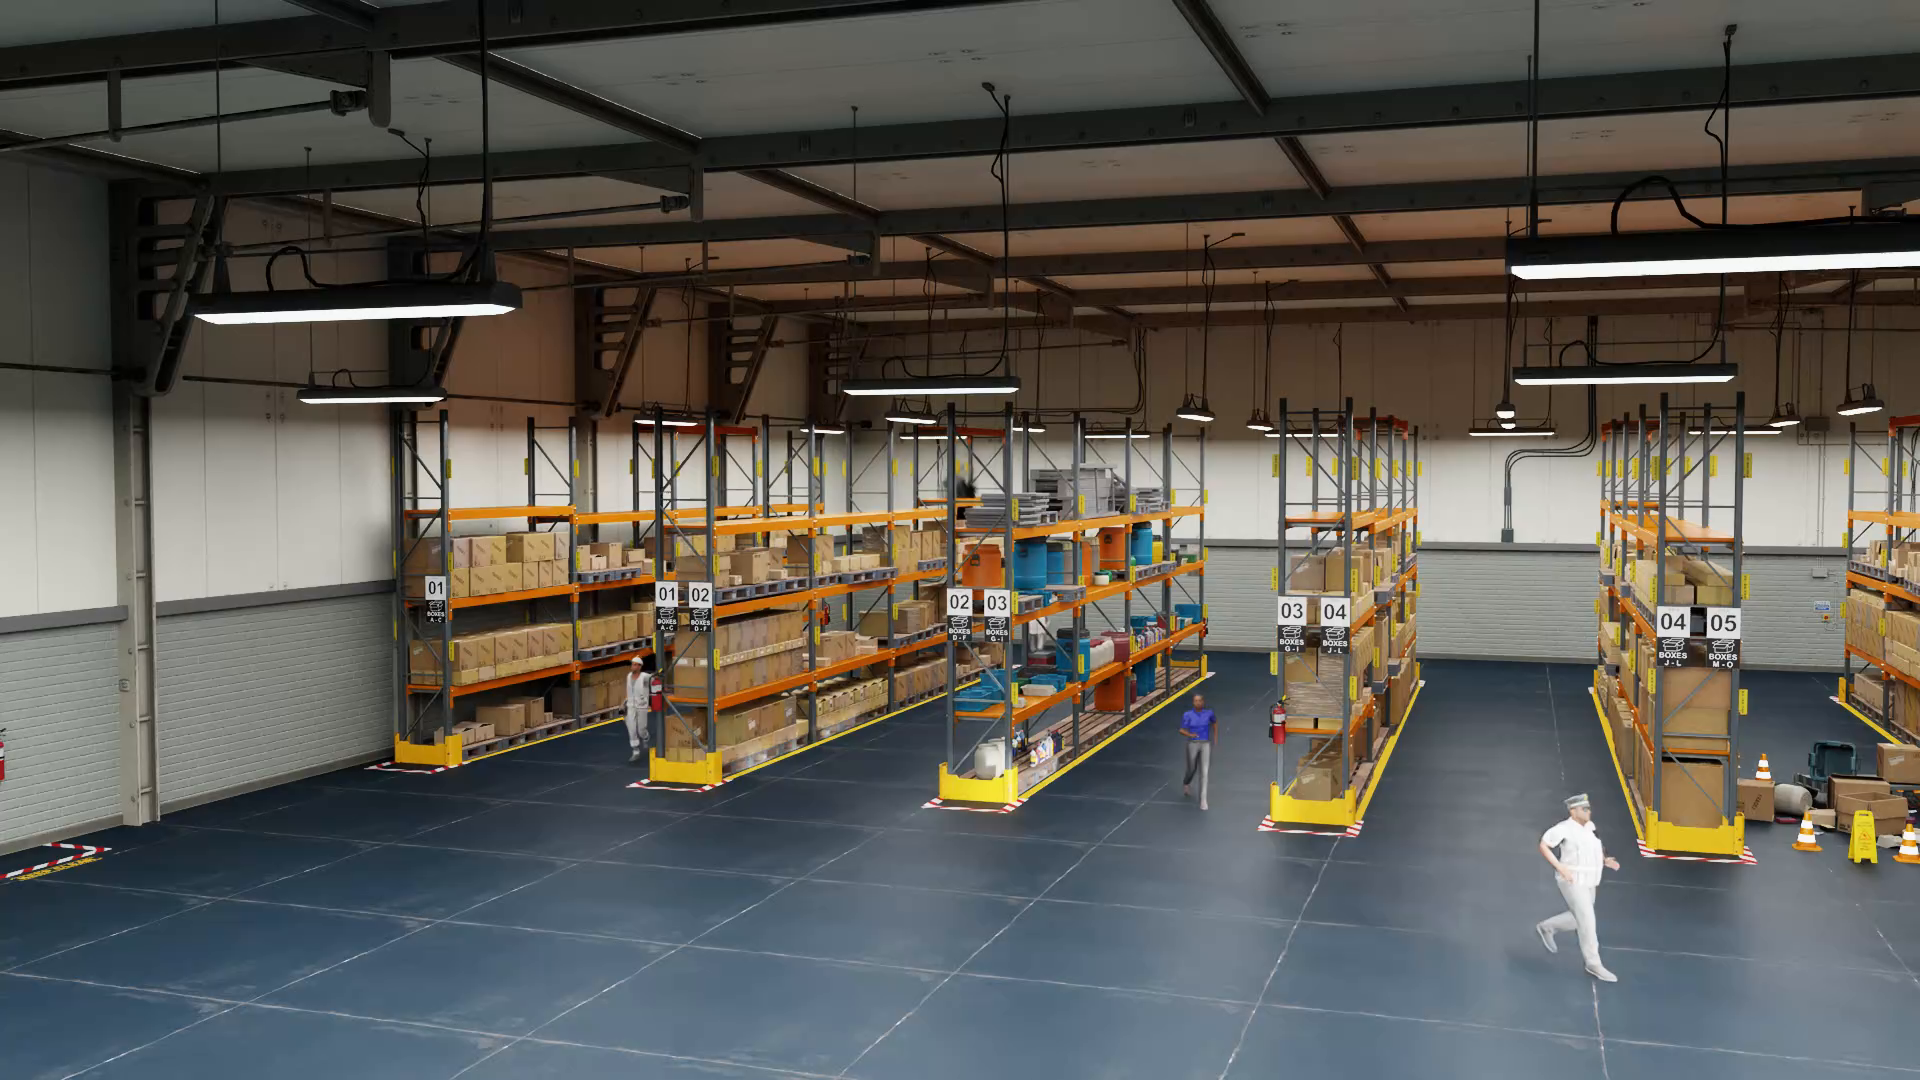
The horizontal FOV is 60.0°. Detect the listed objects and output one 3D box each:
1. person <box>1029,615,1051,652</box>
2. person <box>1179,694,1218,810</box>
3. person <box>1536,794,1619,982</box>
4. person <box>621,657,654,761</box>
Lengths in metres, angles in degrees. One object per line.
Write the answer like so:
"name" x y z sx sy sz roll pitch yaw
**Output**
"person" 1.841 2.187 39.609 0.670 1.682 0.626 0 2 4
"person" 3.560 3.115 24.808 0.588 1.672 0.935 0 2 3
"person" 6.143 3.409 16.592 0.664 1.791 0.951 -2 3 -37
"person" -5.531 2.900 28.687 0.650 1.768 0.713 1 3 15
